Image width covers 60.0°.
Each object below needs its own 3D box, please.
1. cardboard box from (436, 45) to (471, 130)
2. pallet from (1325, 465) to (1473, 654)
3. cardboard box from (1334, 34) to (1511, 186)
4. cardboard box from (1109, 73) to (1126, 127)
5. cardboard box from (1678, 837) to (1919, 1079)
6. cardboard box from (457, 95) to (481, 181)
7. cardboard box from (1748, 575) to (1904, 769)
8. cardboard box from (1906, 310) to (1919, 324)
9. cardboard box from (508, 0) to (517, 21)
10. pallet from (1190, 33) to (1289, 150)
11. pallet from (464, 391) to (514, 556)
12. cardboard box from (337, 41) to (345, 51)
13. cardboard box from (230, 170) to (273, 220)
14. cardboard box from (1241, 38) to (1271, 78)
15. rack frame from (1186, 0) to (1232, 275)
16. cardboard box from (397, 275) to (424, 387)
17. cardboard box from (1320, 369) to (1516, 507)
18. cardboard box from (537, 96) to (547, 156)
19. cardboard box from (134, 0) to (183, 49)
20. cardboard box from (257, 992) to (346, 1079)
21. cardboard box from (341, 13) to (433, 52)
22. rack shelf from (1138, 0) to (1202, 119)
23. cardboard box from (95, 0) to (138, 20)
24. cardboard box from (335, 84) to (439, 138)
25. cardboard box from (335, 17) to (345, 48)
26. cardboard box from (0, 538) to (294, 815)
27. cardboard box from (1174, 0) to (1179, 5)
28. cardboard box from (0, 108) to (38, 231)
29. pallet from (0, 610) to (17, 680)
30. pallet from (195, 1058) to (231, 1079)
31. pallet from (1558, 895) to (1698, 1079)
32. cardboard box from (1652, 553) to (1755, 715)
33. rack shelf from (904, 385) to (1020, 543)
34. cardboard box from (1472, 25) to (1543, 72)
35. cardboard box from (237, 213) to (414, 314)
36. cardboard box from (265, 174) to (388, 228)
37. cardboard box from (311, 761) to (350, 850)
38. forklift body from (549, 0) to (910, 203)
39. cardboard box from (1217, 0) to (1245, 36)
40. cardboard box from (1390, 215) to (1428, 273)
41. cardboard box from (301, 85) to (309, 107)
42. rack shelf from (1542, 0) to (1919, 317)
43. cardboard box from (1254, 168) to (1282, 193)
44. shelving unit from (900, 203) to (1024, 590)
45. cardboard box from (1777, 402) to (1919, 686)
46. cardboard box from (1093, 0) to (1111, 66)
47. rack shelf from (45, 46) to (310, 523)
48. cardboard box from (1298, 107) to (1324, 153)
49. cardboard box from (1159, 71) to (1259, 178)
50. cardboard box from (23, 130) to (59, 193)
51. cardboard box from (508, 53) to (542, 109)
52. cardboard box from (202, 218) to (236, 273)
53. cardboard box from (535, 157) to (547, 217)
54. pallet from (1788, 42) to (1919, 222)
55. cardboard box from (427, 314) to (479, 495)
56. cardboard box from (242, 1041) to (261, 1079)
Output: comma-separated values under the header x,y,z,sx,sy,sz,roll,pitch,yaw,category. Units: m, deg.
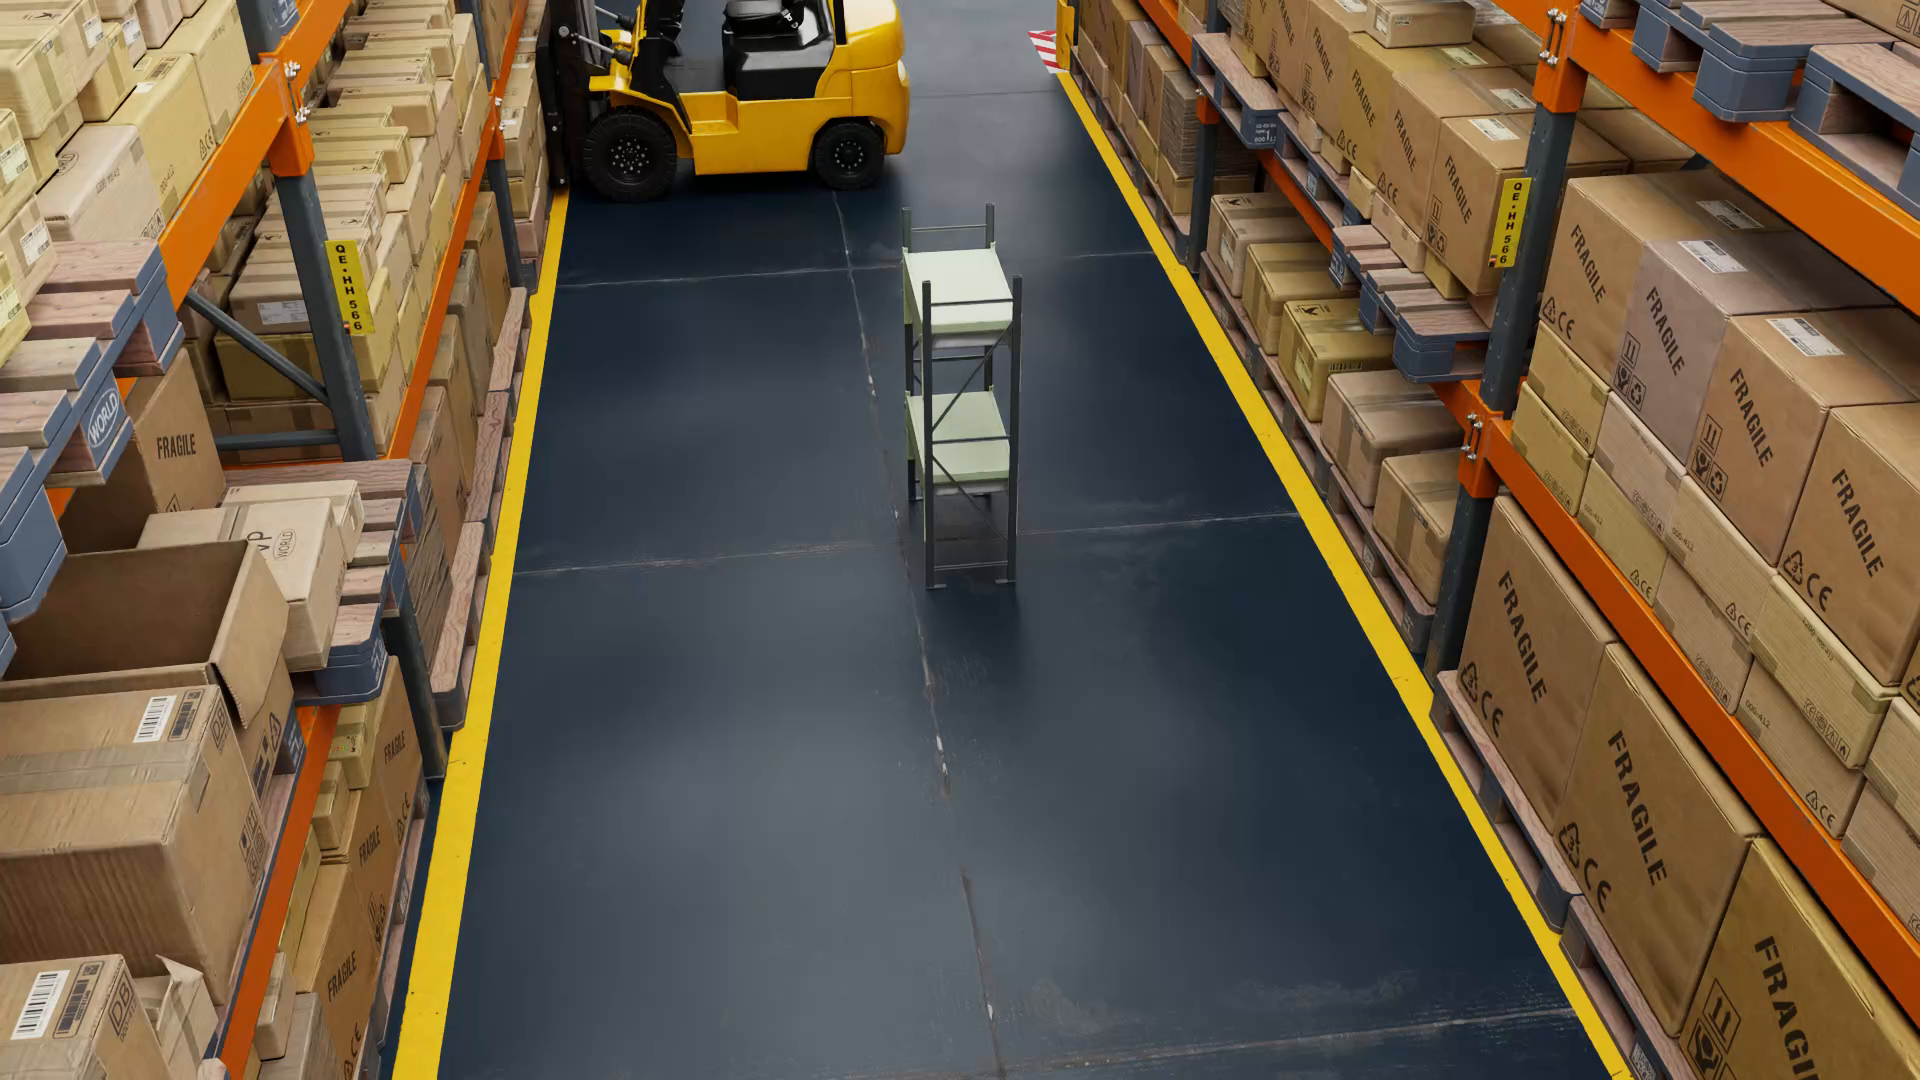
x,y,z,sx,sy,sz,roll,pitch,yaw,category
-2.628,-2.148,7.928,0.500,0.250,0.500,-5,35,-8,cardboard box
2.329,0.025,7.525,1.003,0.211,1.213,-4,35,-6,pallet
1.946,-1.830,7.046,0.500,0.500,0.500,-7,35,-10,cardboard box
1.338,-3.132,11.751,0.500,0.250,0.500,-2,34,-3,cardboard box
2.679,1.402,4.542,0.875,0.875,0.875,-3,34,-5,cardboard box
-2.623,-1.941,8.068,0.500,0.250,0.500,-5,35,-7,cardboard box
2.434,0.318,4.309,0.500,0.250,0.500,-4,34,-6,cardboard box
2.899,-0.313,4.569,0.500,0.500,0.500,-4,35,-6,cardboard box
-2.980,-3.425,10.024,0.500,0.500,0.500,-5,35,-7,cardboard box
1.853,-2.406,8.787,1.003,0.211,1.213,-4,35,-6,pallet
-2.718,-0.302,8.006,1.003,0.211,1.213,-4,35,-6,pallet
-3.209,-2.387,8.278,0.500,0.250,0.500,-5,35,-7,cardboard box
-2.957,-1.252,6.613,0.500,0.250,0.500,-5,35,-7,cardboard box
1.681,-2.520,8.635,0.380,0.149,0.250,-4,34,-5,cardboard box
1.895,-2.923,9.375,1.000,3.000,0.127,-4,35,-6,rack frame
-2.366,-0.798,6.390,0.500,0.250,0.500,-5,35,-7,cardboard box
2.259,-0.506,7.789,0.950,0.372,0.625,-5,35,-7,cardboard box
-2.909,-2.644,10.591,0.500,0.250,0.500,-5,35,-7,cardboard box
-2.184,-1.329,4.152,0.380,0.149,0.250,-5,35,-7,cardboard box
-1.997,1.627,4.546,0.500,0.500,0.500,-6,35,-8,cardboard box
-2.724,-2.397,7.939,0.380,0.149,0.250,-4,35,-6,cardboard box
1.626,-3.742,11.216,1.077,0.370,4.000,-4,35,-6,rack shelf
-2.130,-1.309,3.859,0.380,0.149,0.250,-5,35,-8,cardboard box
-2.444,-1.827,7.103,0.380,0.149,0.250,-5,35,-8,cardboard box
-3.205,-2.488,8.073,0.380,0.149,0.250,-5,35,-8,cardboard box
-2.083,0.368,4.082,0.797,0.503,0.637,-5,35,-7,cardboard box
1.531,-3.405,10.306,0.380,0.149,0.250,-5,35,-7,cardboard box
-1.819,-0.609,2.813,0.380,0.149,0.250,-4,34,-6,cardboard box
-1.966,0.388,2.020,1.213,0.211,1.003,-4,35,-6,pallet
-1.947,1.545,2.990,1.003,0.211,1.213,-4,35,-6,pallet
2.625,1.587,5.234,1.003,0.211,1.213,-4,35,-6,pallet
2.400,0.242,4.865,0.500,0.250,0.500,-3,34,-5,cardboard box
-0.001,-0.354,7.517,0.431,0.370,0.720,-4,35,-6,rack shelf
2.446,-1.883,7.124,0.500,0.500,0.500,-4,34,-6,cardboard box
-2.369,-1.003,6.247,0.500,0.250,0.500,-3,34,-5,cardboard box
-2.381,-1.257,6.267,0.380,0.149,0.250,-4,34,-6,cardboard box
-2.109,0.835,5.131,0.380,0.149,0.250,-5,35,-8,cardboard box
-1.499,-3.506,10.985,2.313,2.155,1.214,-4,35,-6,forklift body
1.673,-2.977,8.729,0.500,0.500,0.500,-4,34,-5,cardboard box
1.969,-1.207,6.707,0.380,0.149,0.250,-5,35,-7,cardboard box
-3.070,-1.926,7.248,0.380,0.149,0.250,-5,35,-7,cardboard box
2.701,-0.517,3.820,1.077,0.370,4.000,-4,35,-6,rack shelf
2.083,-2.310,10.544,0.500,0.250,0.500,-6,35,-9,cardboard box
-0.001,-0.623,7.333,0.431,1.500,0.755,-4,35,-6,shelving unit
2.451,-0.004,4.115,0.500,0.500,0.500,-4,34,-6,cardboard box
1.269,-3.726,11.957,0.500,0.500,0.500,-6,35,-8,cardboard box
-2.217,-0.139,3.265,1.077,0.370,4.000,-4,35,-6,rack shelf
1.803,-1.931,7.770,0.380,0.149,0.250,-3,34,-5,cardboard box
1.549,-2.580,10.275,0.500,0.500,0.500,-5,35,-7,cardboard box
-2.052,-0.755,3.310,0.380,0.149,0.250,-3,34,-5,cardboard box
-2.915,-2.852,10.452,0.500,0.250,0.500,-3,34,-5,cardboard box
-2.850,-1.075,5.999,0.380,0.149,0.250,-4,35,-6,cardboard box
-2.844,-2.159,10.324,0.500,0.250,0.500,-5,35,-7,cardboard box
2.725,-0.873,3.872,1.003,0.211,1.213,-3,34,-4,pallet
-2.742,-0.594,7.693,0.875,0.625,0.625,-6,35,-8,cardboard box
-2.035,1.418,4.276,0.380,0.149,0.250,-4,35,-6,cardboard box
